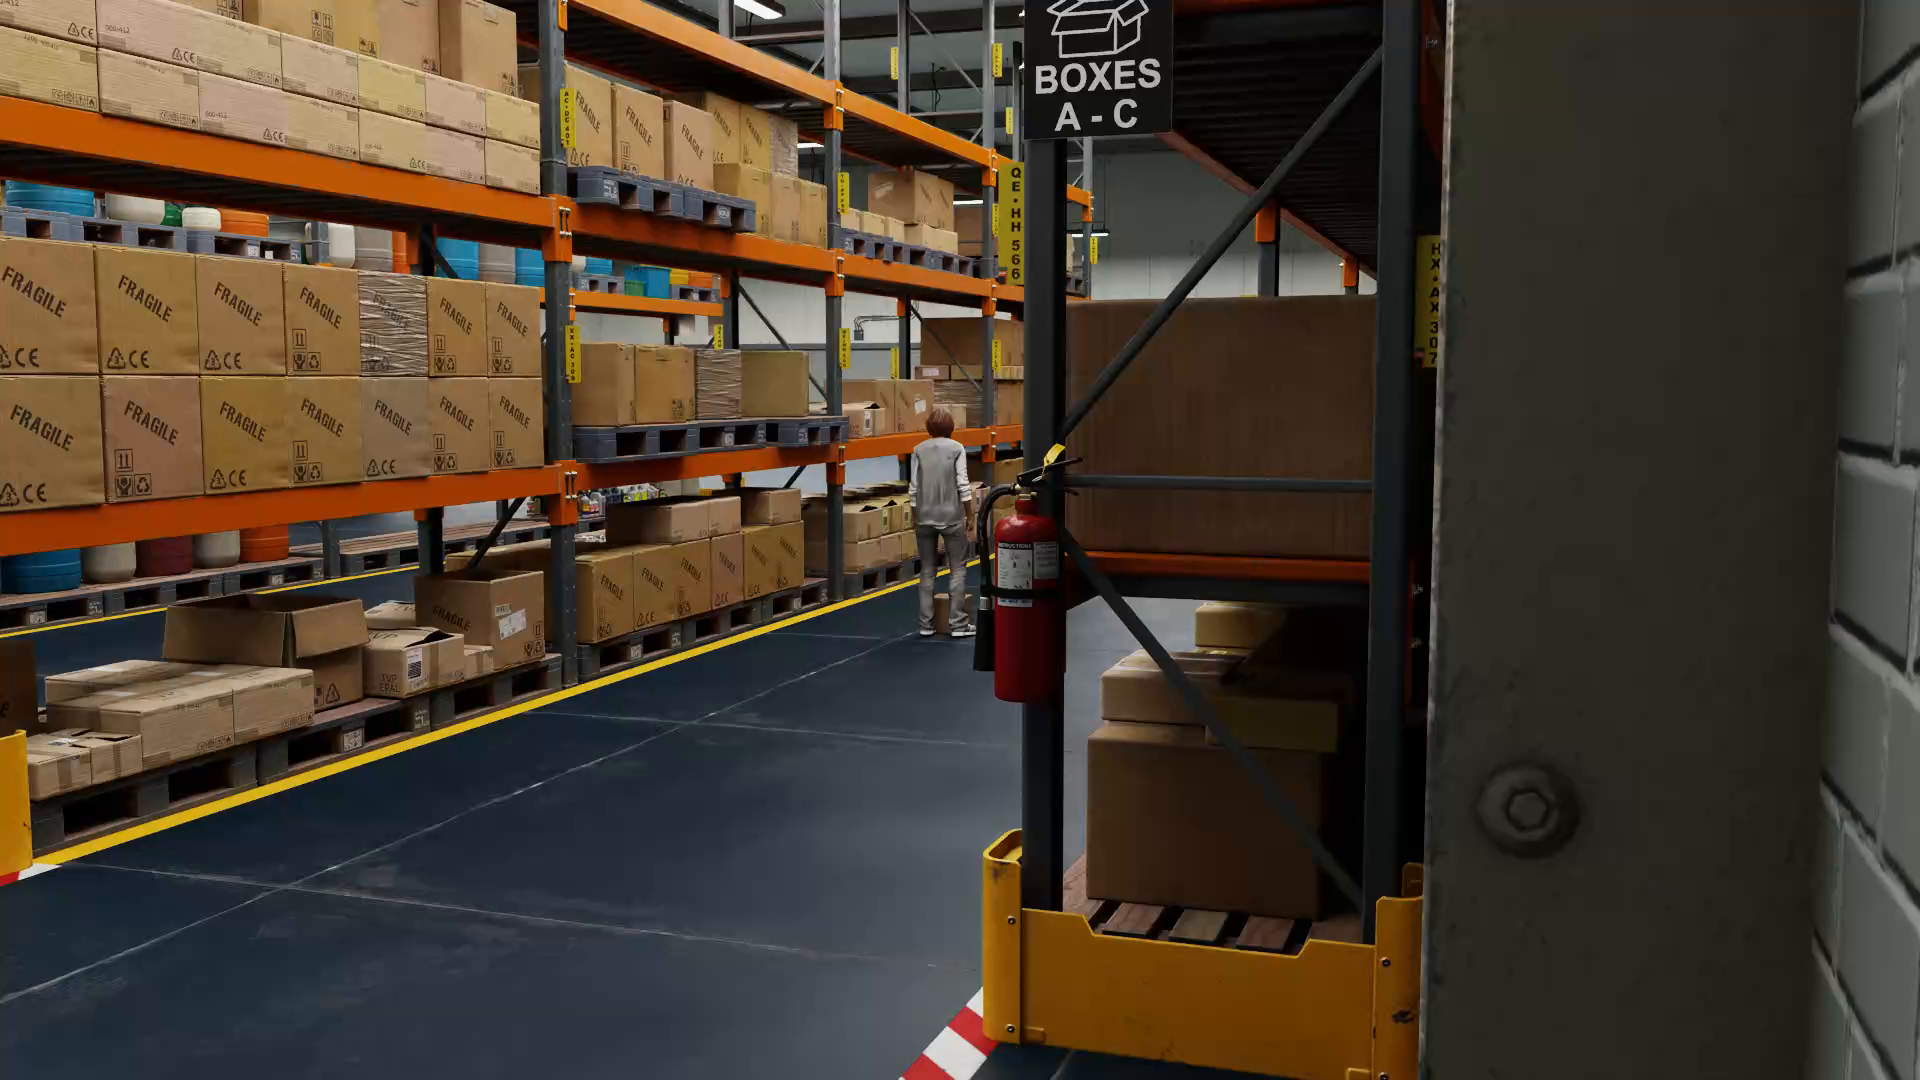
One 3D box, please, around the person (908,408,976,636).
[{"bbox_3d":[-0.133,-0.119,11.610,0.460,1.591,0.345,2,6,17],"label":"person"}]
